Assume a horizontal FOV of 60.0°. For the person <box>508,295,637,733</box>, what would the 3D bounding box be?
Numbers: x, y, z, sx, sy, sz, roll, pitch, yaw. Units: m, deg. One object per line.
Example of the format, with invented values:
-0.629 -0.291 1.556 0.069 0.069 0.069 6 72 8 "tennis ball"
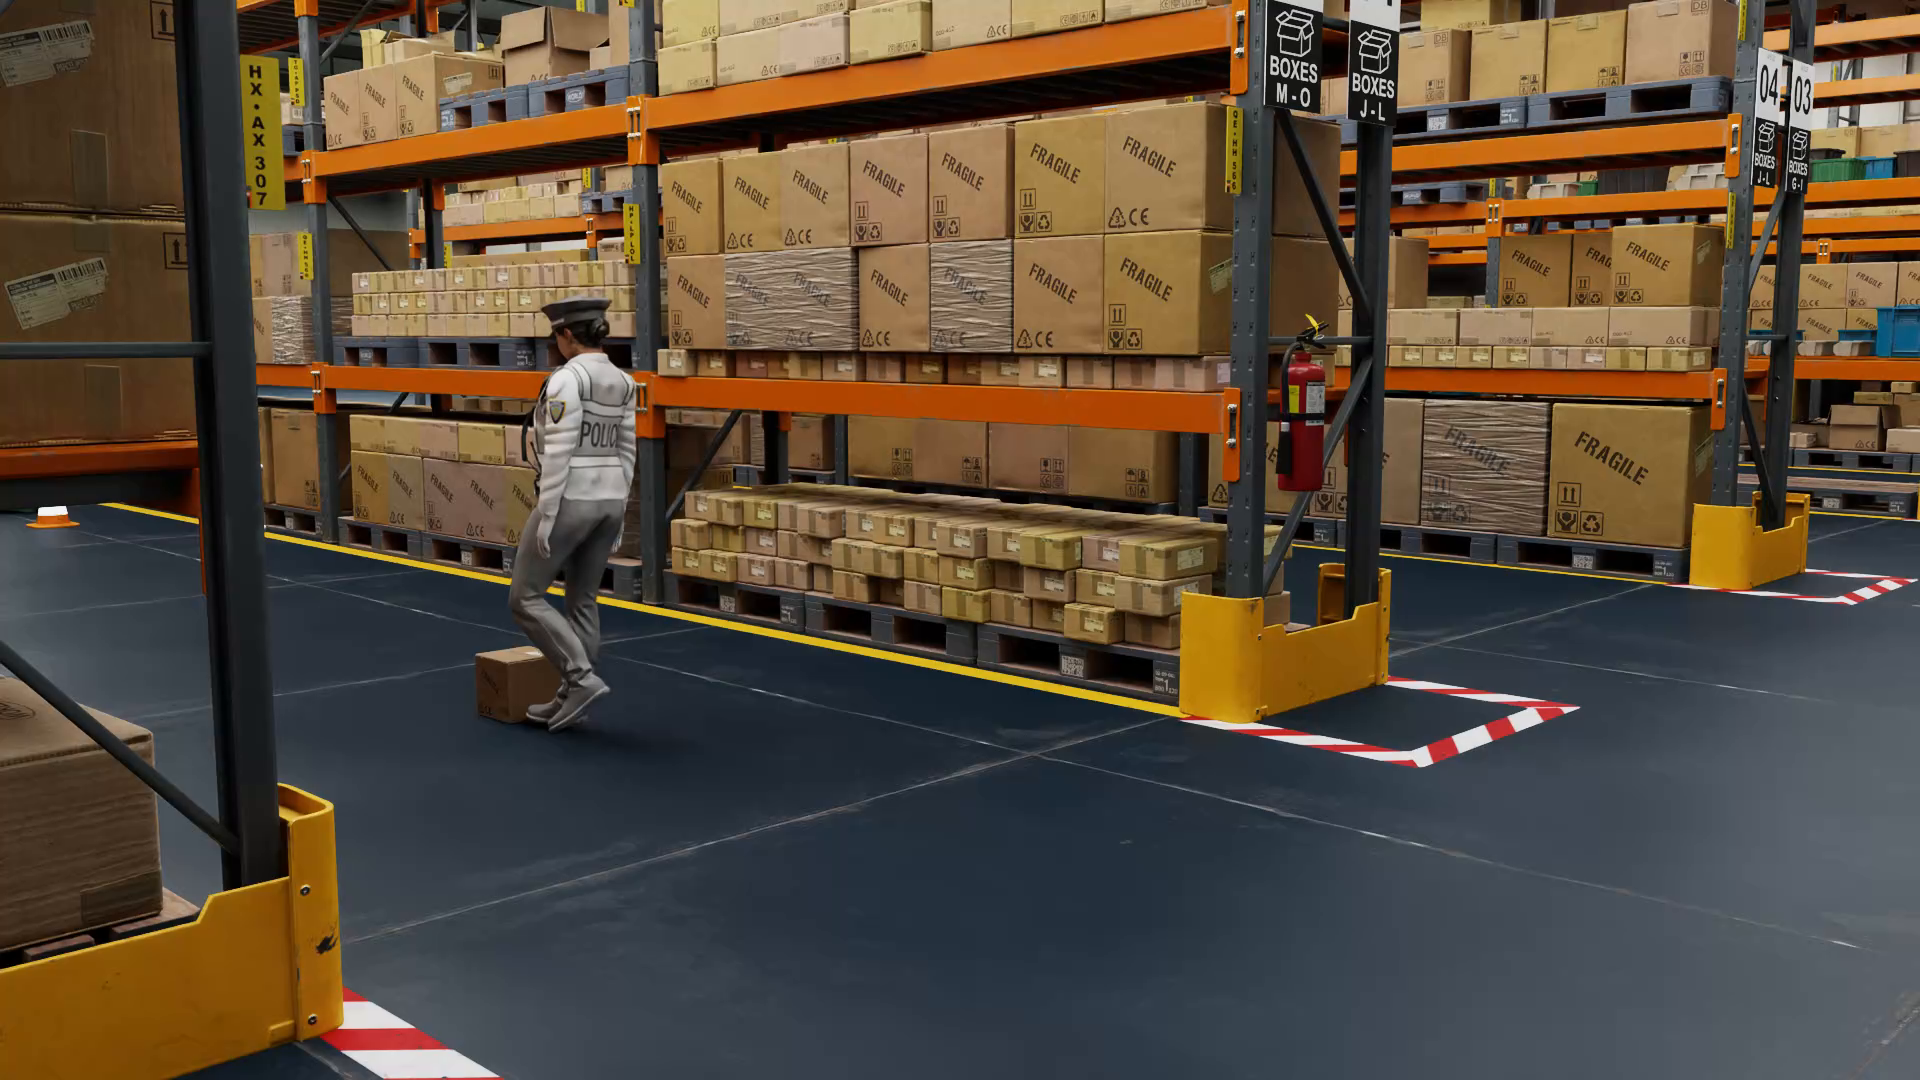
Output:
-1.489 -0.097 6.360 0.537 1.658 0.511 4 8 26 "person"
